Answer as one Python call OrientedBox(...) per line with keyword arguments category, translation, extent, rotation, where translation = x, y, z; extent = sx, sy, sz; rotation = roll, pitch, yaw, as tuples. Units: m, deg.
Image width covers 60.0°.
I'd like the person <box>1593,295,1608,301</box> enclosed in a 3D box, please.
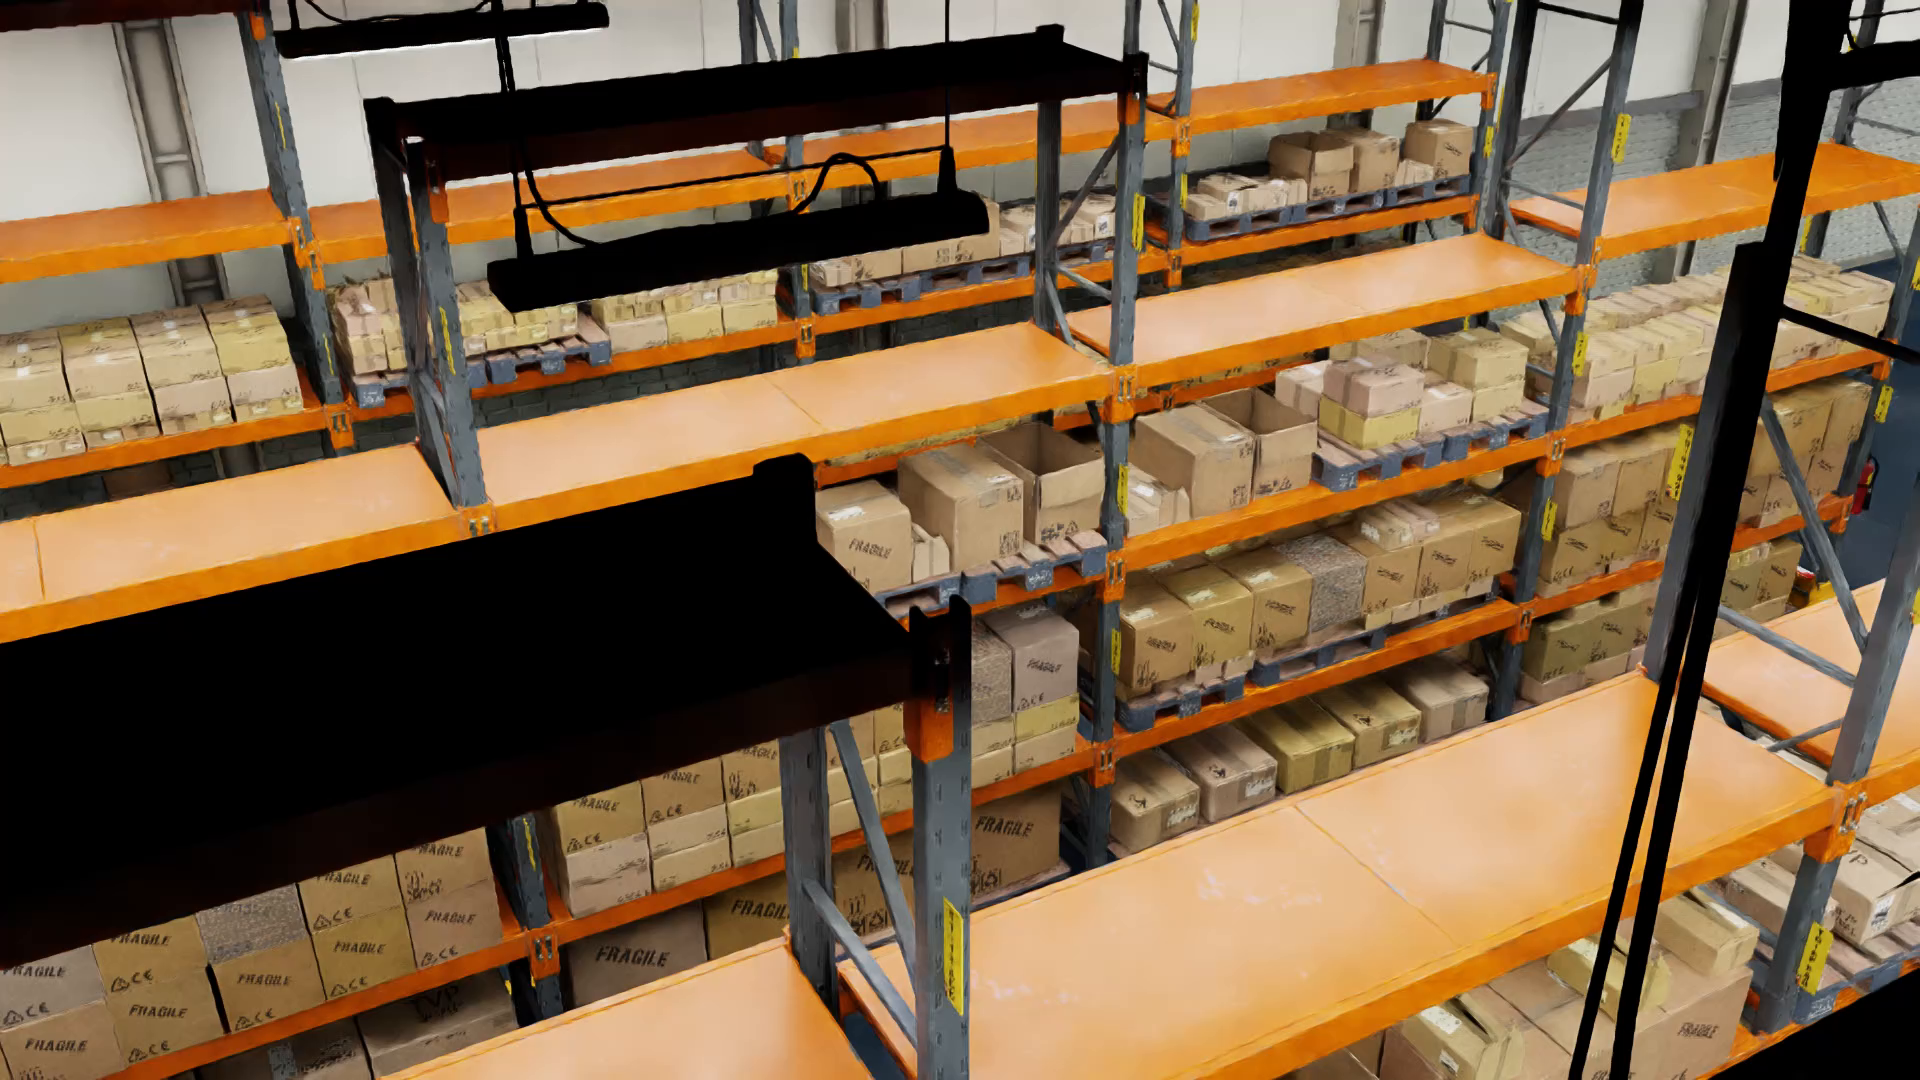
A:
OrientedBox(category="person", translation=(7.106, -1.981, 18.938), extent=(0.969, 1.674, 0.586), rotation=(-2, 28, -4))
